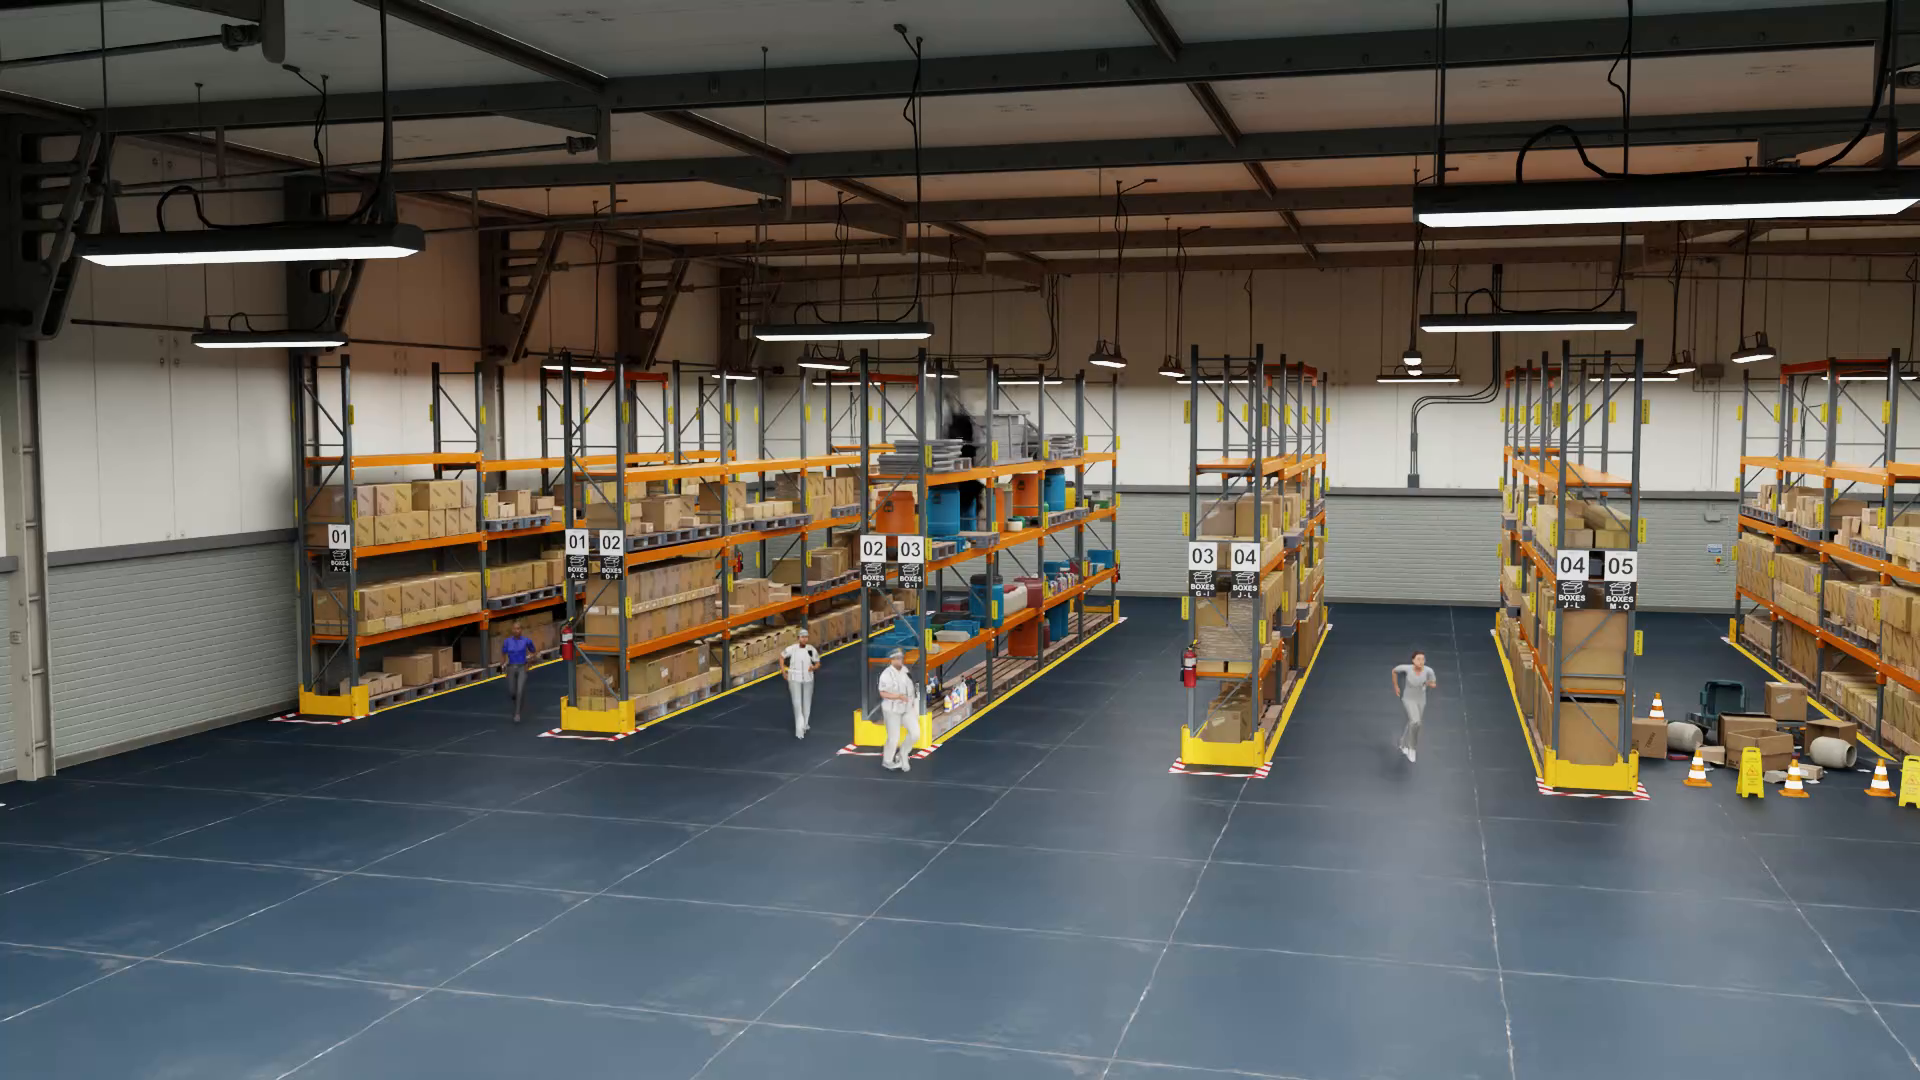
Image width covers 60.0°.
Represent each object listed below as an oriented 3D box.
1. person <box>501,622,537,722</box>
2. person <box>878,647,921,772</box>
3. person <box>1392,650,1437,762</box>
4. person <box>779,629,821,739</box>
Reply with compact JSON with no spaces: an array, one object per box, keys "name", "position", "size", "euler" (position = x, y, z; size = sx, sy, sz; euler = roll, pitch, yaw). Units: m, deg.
[{"name":"person","position":[-7.278,2.249,27.448],"size":[0.587,1.446,0.620],"euler":[0,4,-5]},{"name":"person","position":[-0.839,2.387,23.286],"size":[0.638,1.788,0.698],"euler":[-4,6,-40]},{"name":"person","position":[6.563,2.376,24.085],"size":[0.558,1.624,0.891],"euler":[-1,4,-7]},{"name":"person","position":[-2.488,2.249,26.040],"size":[0.607,1.704,0.723],"euler":[-1,4,-17]}]
